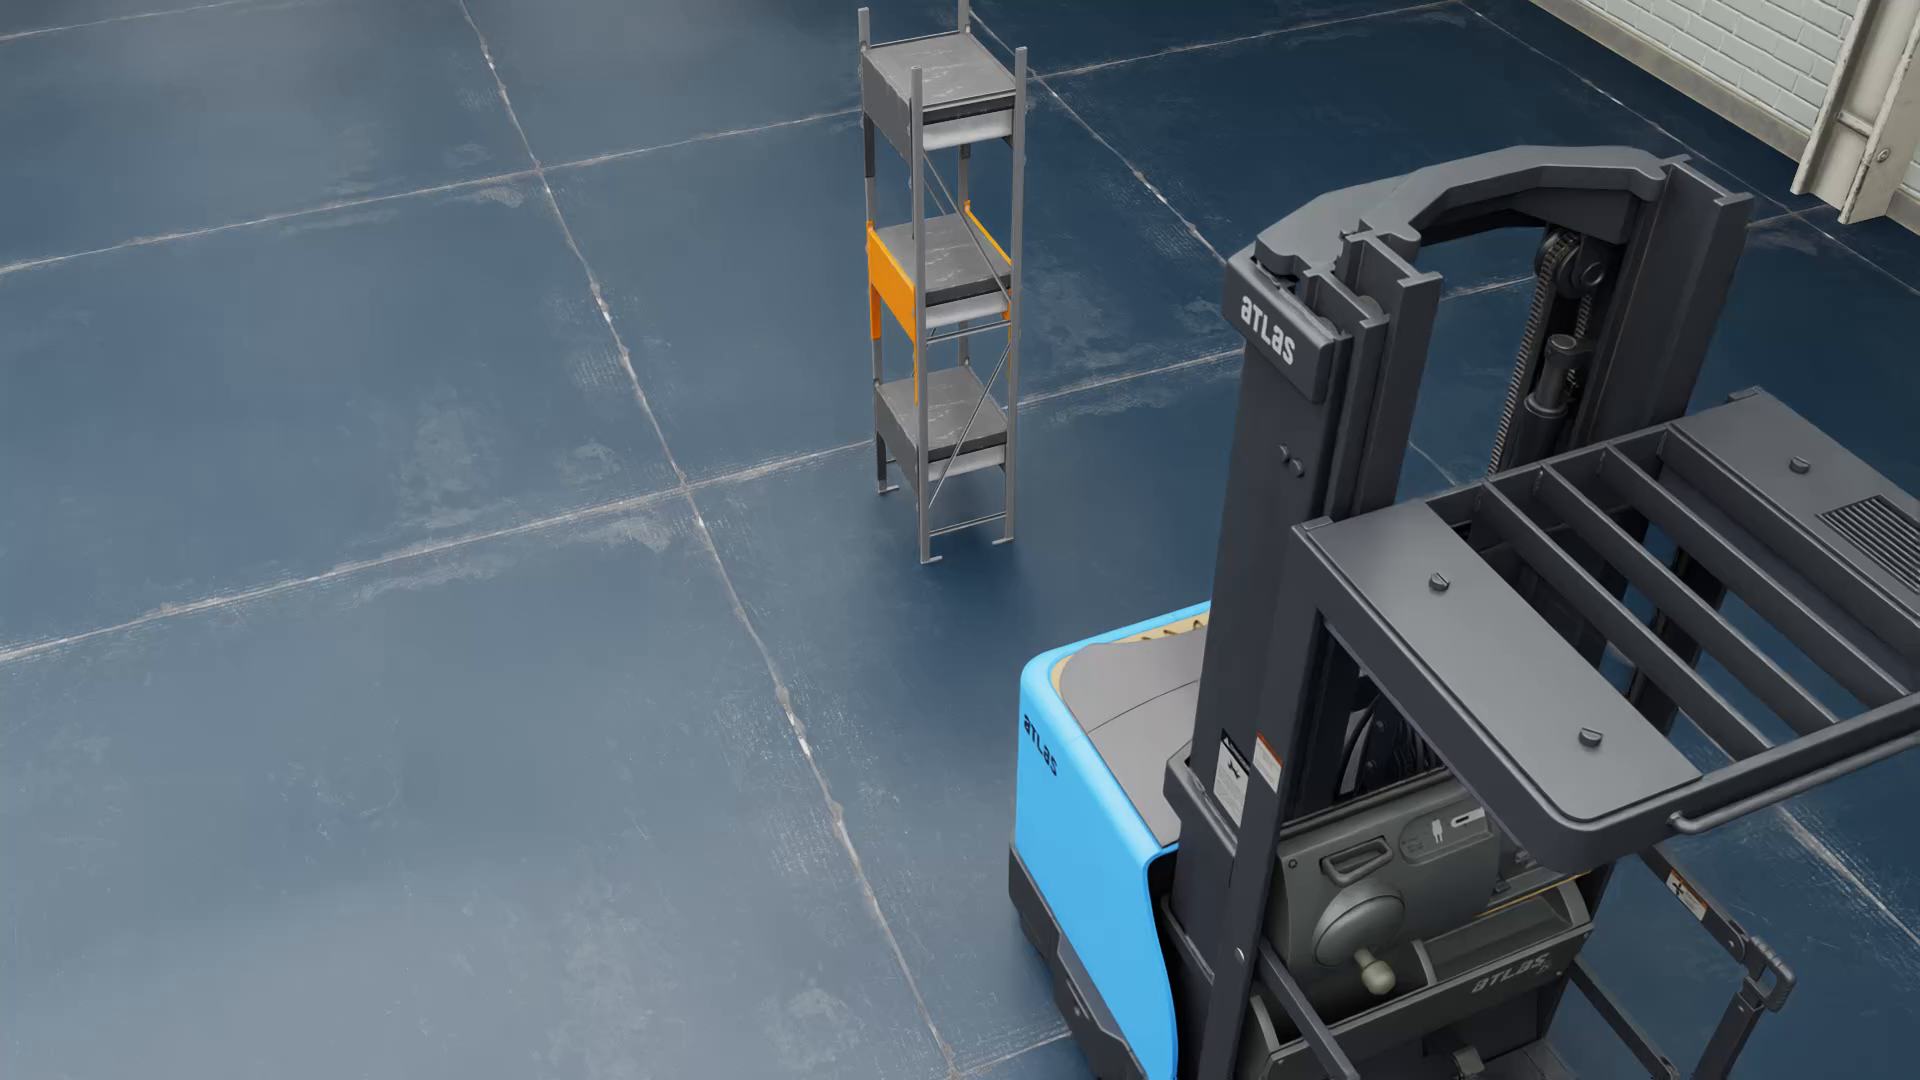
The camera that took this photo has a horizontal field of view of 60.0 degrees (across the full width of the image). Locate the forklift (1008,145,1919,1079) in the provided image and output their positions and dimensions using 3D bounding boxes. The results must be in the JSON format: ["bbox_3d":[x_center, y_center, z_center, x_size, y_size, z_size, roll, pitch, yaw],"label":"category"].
[{"bbox_3d":[1.208,0.795,3.577,1.130,2.935,3.031,-16,43,-18],"label":"forklift"}]

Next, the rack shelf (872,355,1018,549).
[{"bbox_3d":[-0.063,-0.355,6.647,0.431,0.518,0.480,-15,43,-17],"label":"rack shelf"}]

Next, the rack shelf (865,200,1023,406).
[{"bbox_3d":[-0.063,-0.885,6.190,0.431,0.518,0.480,-15,43,-17],"label":"rack shelf"}]

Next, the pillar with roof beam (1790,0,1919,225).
[{"bbox_3d":[0.696,-4.137,4.659,9.100,9.000,0.400,-15,43,-17],"label":"pillar with roof beam"}]

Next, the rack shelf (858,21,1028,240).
[{"bbox_3d":[-0.063,-1.416,5.734,0.431,0.518,0.480,-15,43,-17],"label":"rack shelf"}]

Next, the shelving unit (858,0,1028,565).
[{"bbox_3d":[-0.063,-0.896,6.181,0.431,2.100,0.503,-15,43,-17],"label":"shelving unit"}]

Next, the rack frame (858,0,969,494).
[{"bbox_3d":[-0.157,-1.043,6.352,0.400,2.100,0.015,-15,43,-17],"label":"rack frame"}]

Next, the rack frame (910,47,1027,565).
[{"bbox_3d":[0.030,-0.749,6.010,0.400,2.100,0.015,-15,43,-17],"label":"rack frame"}]
